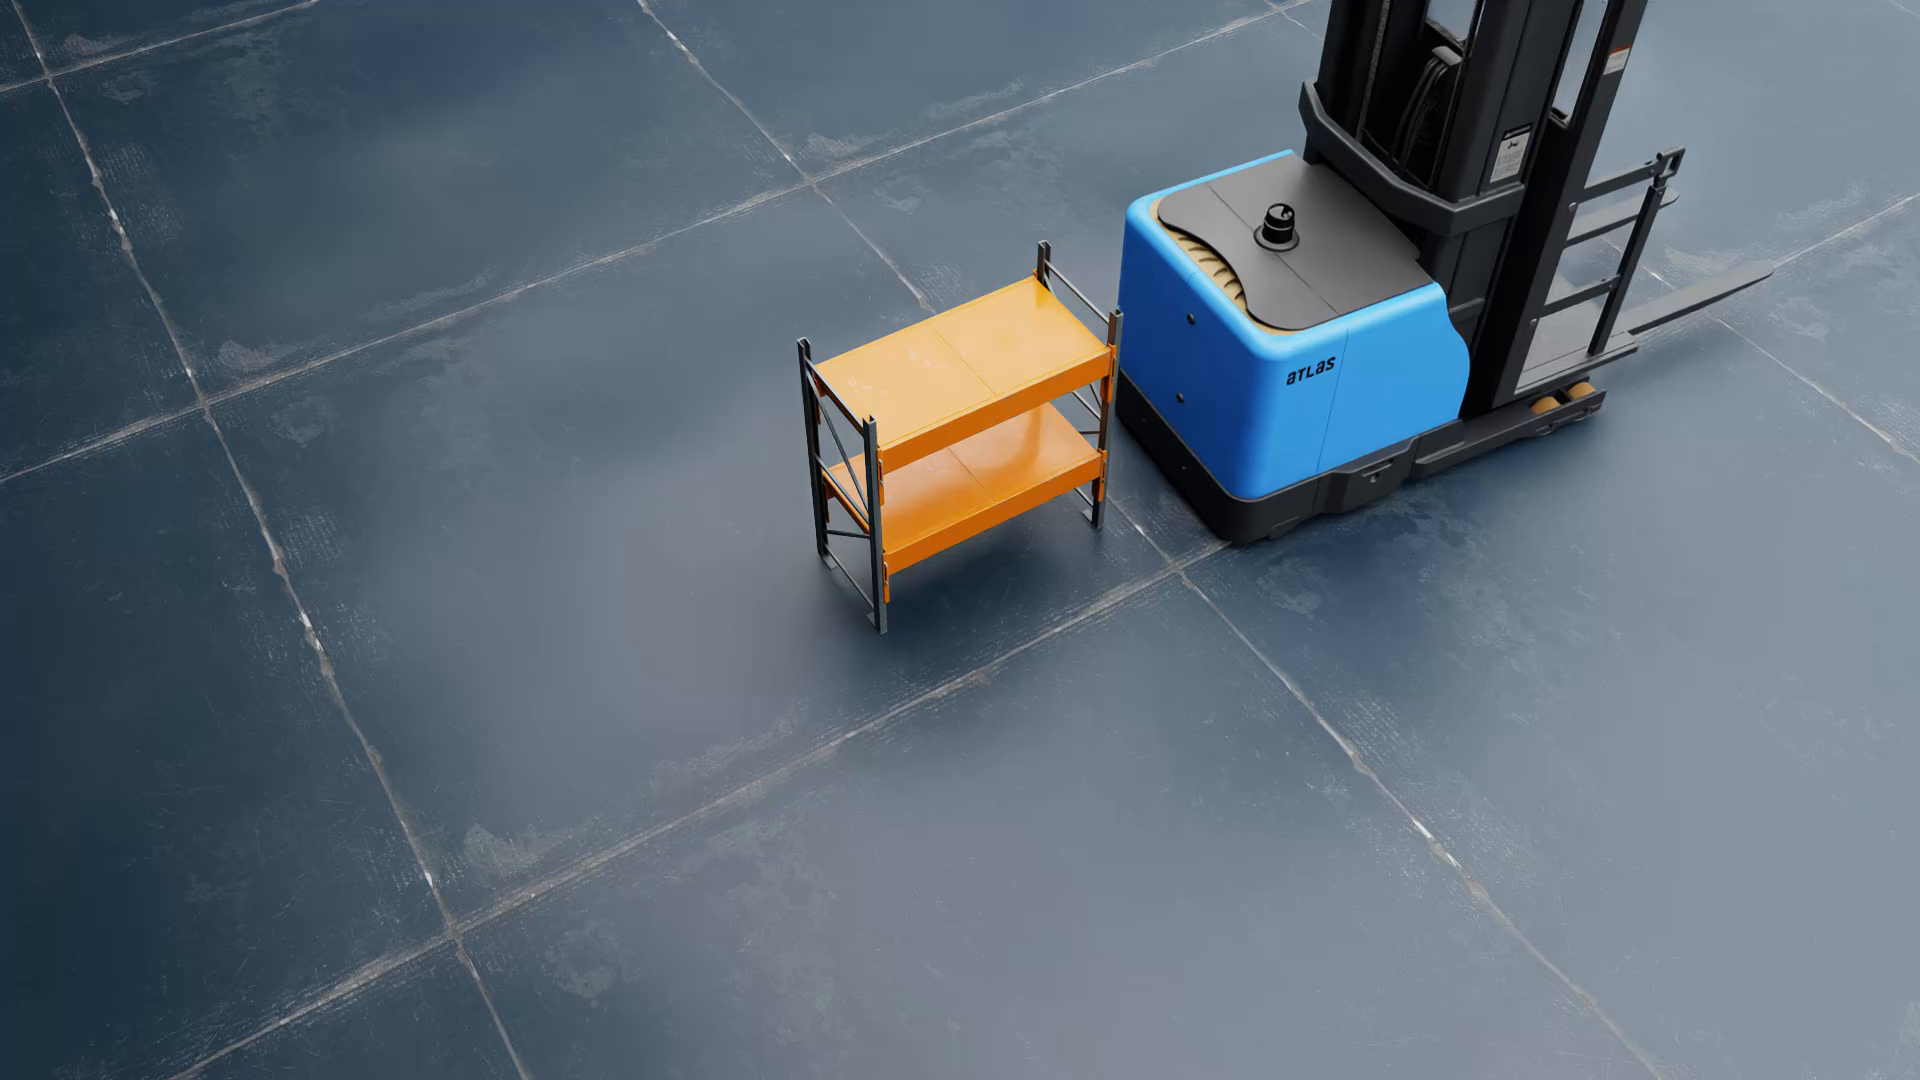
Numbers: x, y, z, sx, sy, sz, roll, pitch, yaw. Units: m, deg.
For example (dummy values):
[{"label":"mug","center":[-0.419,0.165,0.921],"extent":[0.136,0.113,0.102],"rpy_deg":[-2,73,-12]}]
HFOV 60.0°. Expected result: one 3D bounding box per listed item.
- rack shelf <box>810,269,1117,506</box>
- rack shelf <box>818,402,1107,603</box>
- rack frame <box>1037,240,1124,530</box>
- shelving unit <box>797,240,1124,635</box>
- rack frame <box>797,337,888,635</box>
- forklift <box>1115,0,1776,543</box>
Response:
[{"label":"rack shelf","center":[0.006,-0.571,6.059],"extent":[1.000,0.278,0.538],"rpy_deg":[-25,53,-21]},{"label":"rack shelf","center":[0.006,-0.214,6.460],"extent":[1.000,0.278,0.538],"rpy_deg":[-25,53,-21]},{"label":"rack frame","center":[0.436,-0.579,6.458],"extent":[0.032,1.125,0.500],"rpy_deg":[-25,53,-21]},{"label":"shelving unit","center":[0.006,-0.377,6.278],"extent":[1.048,1.125,0.538],"rpy_deg":[-25,53,-21]},{"label":"rack frame","center":[-0.424,-0.174,6.097],"extent":[0.032,1.125,0.500],"rpy_deg":[-25,53,-21]},{"label":"forklift","center":[2.178,-1.753,6.294],"extent":[3.031,2.935,1.130],"rpy_deg":[-21,52,-18]}]
